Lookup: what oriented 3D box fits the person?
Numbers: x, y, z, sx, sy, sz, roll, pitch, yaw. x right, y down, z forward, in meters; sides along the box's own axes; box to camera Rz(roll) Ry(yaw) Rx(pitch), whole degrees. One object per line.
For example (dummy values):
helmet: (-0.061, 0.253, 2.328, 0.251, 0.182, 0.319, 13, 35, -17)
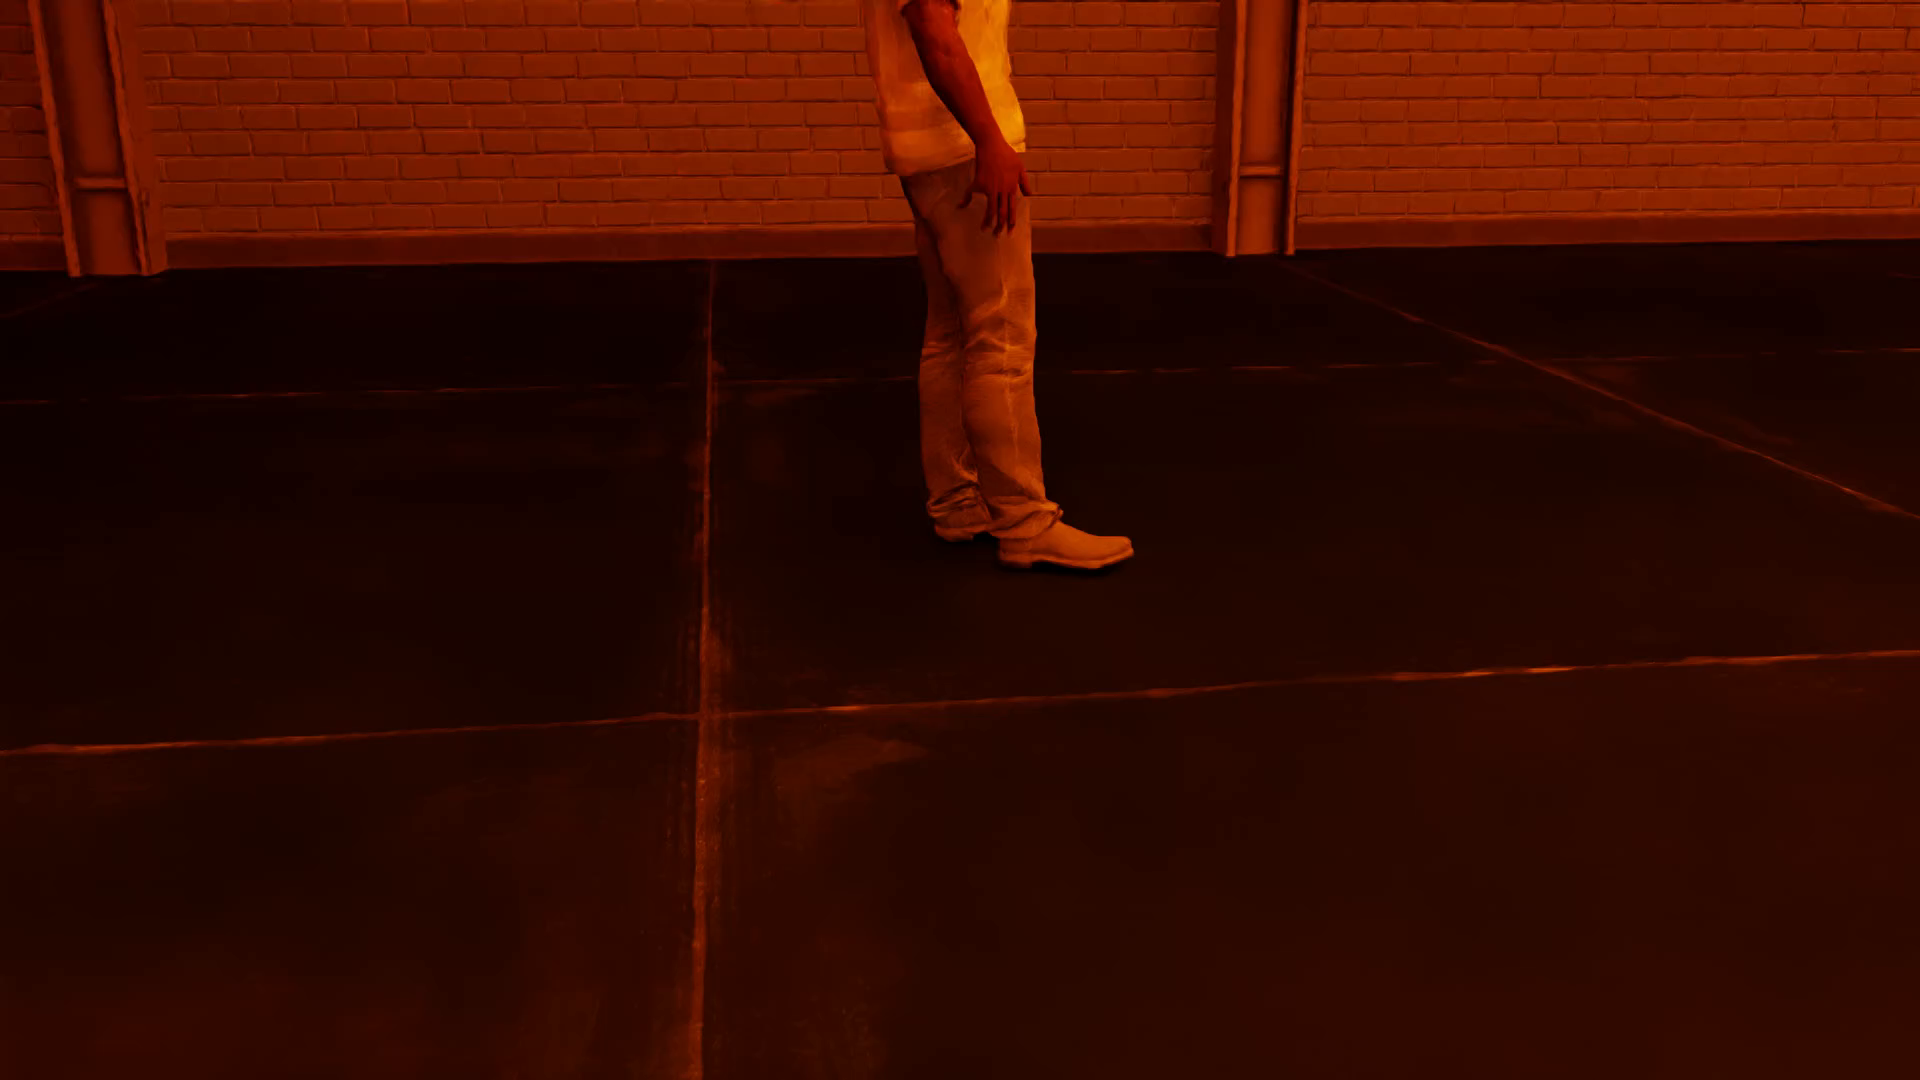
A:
person: (0.070, -0.853, 3.713, 0.576, 1.766, 0.665, -2, 17, -8)
